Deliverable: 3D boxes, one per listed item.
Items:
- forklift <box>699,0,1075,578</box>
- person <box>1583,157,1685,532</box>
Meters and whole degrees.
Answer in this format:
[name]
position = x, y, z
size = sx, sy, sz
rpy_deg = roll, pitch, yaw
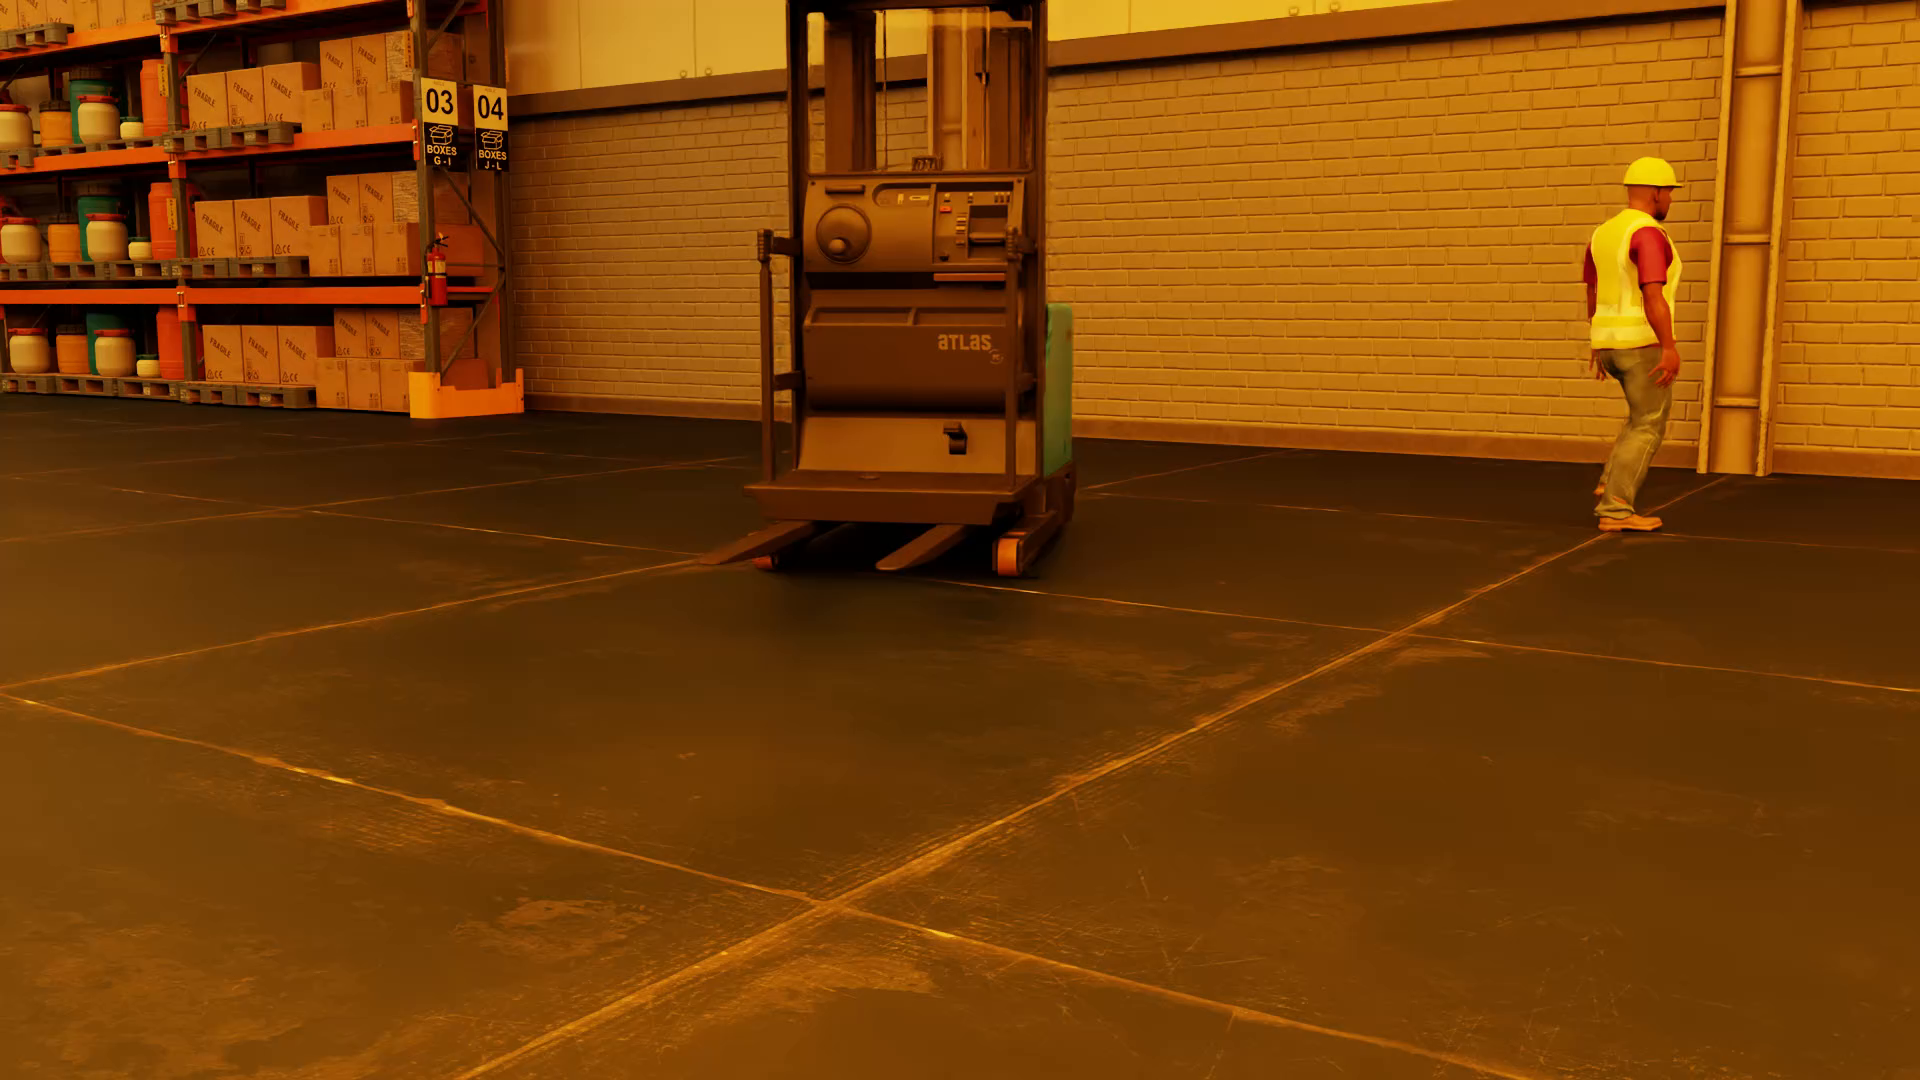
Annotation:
[forklift]
position = -0.233, -1.354, 6.714
size = 1.130, 2.935, 3.031
rpy_deg = 2, 8, 11
[person]
position = 3.251, -0.912, 7.889
size = 0.483, 1.765, 0.687
rpy_deg = -1, 8, -7
